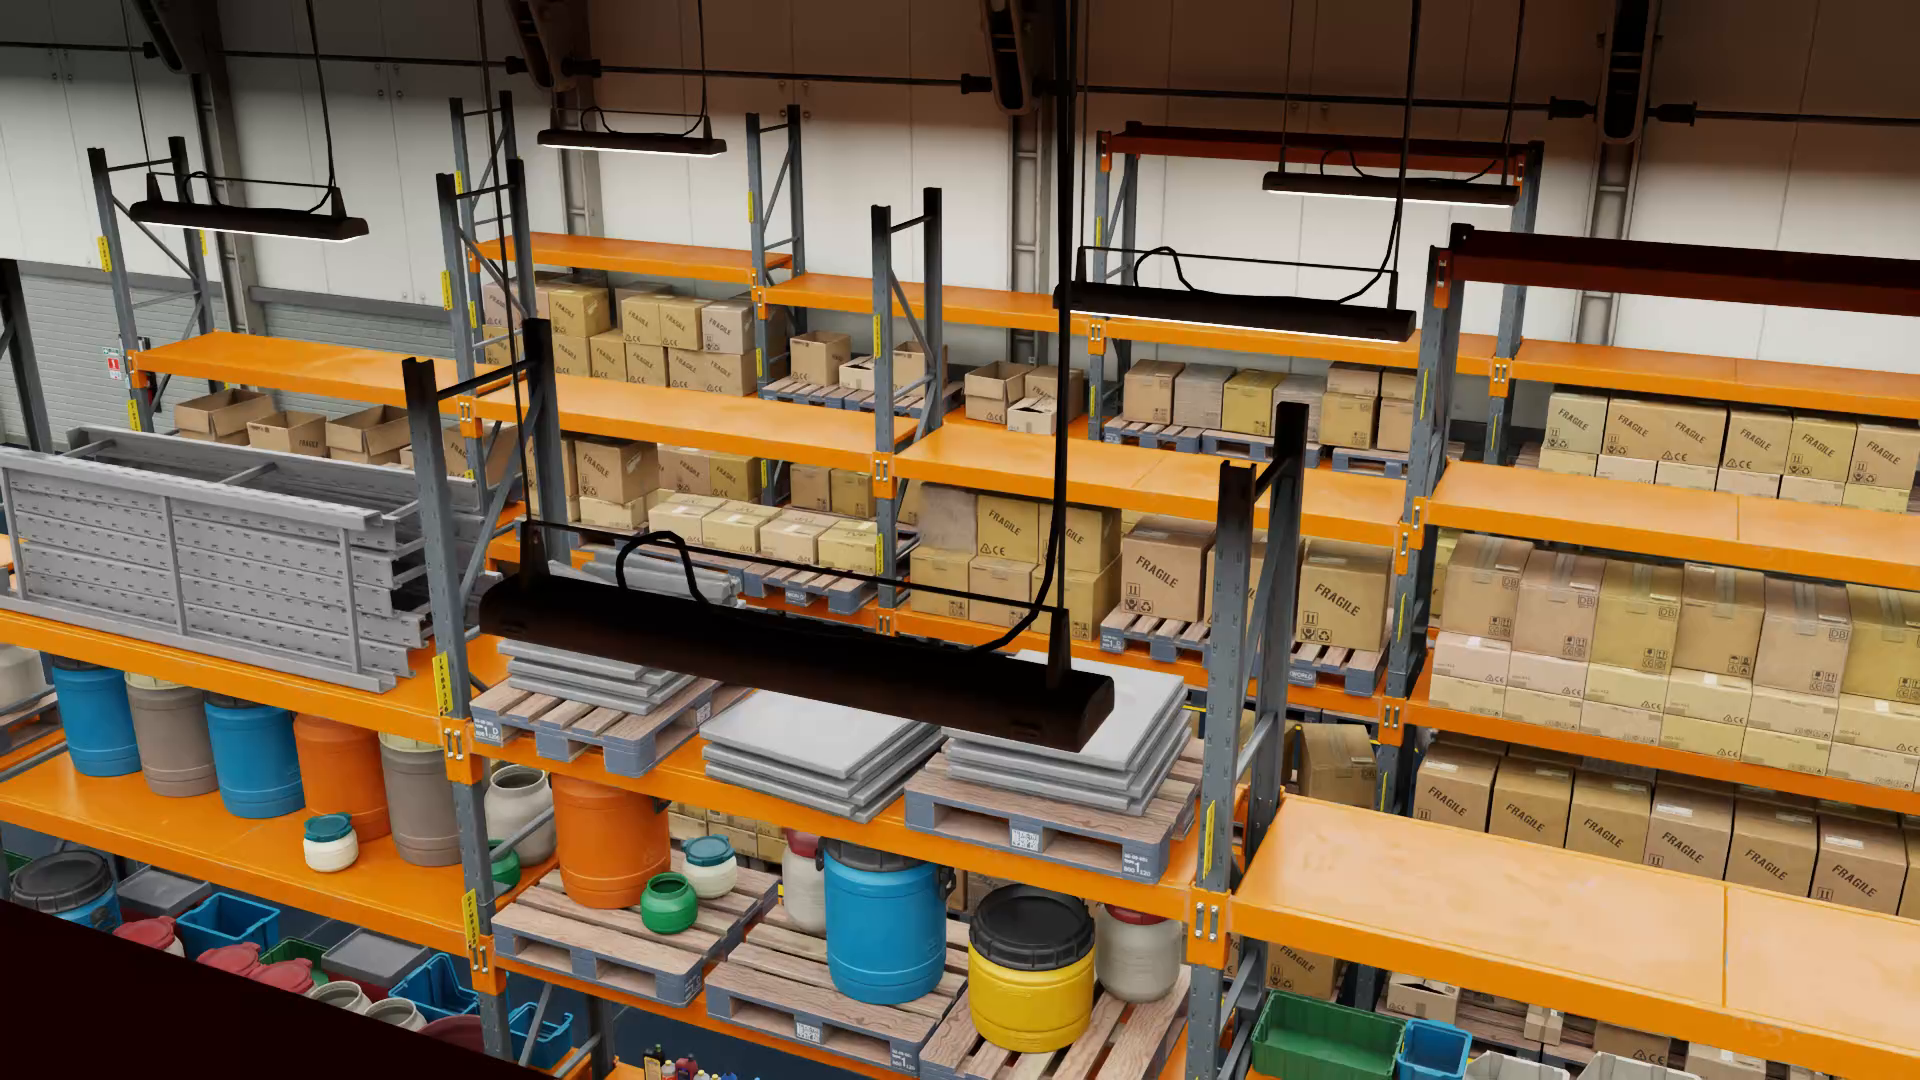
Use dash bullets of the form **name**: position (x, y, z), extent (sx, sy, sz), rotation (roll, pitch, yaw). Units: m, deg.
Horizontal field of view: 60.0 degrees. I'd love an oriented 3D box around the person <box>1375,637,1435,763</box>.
- **person**: position (4.306, 1.644, 15.937), extent (1.024, 1.626, 0.555), rotation (7, 22, 19)
